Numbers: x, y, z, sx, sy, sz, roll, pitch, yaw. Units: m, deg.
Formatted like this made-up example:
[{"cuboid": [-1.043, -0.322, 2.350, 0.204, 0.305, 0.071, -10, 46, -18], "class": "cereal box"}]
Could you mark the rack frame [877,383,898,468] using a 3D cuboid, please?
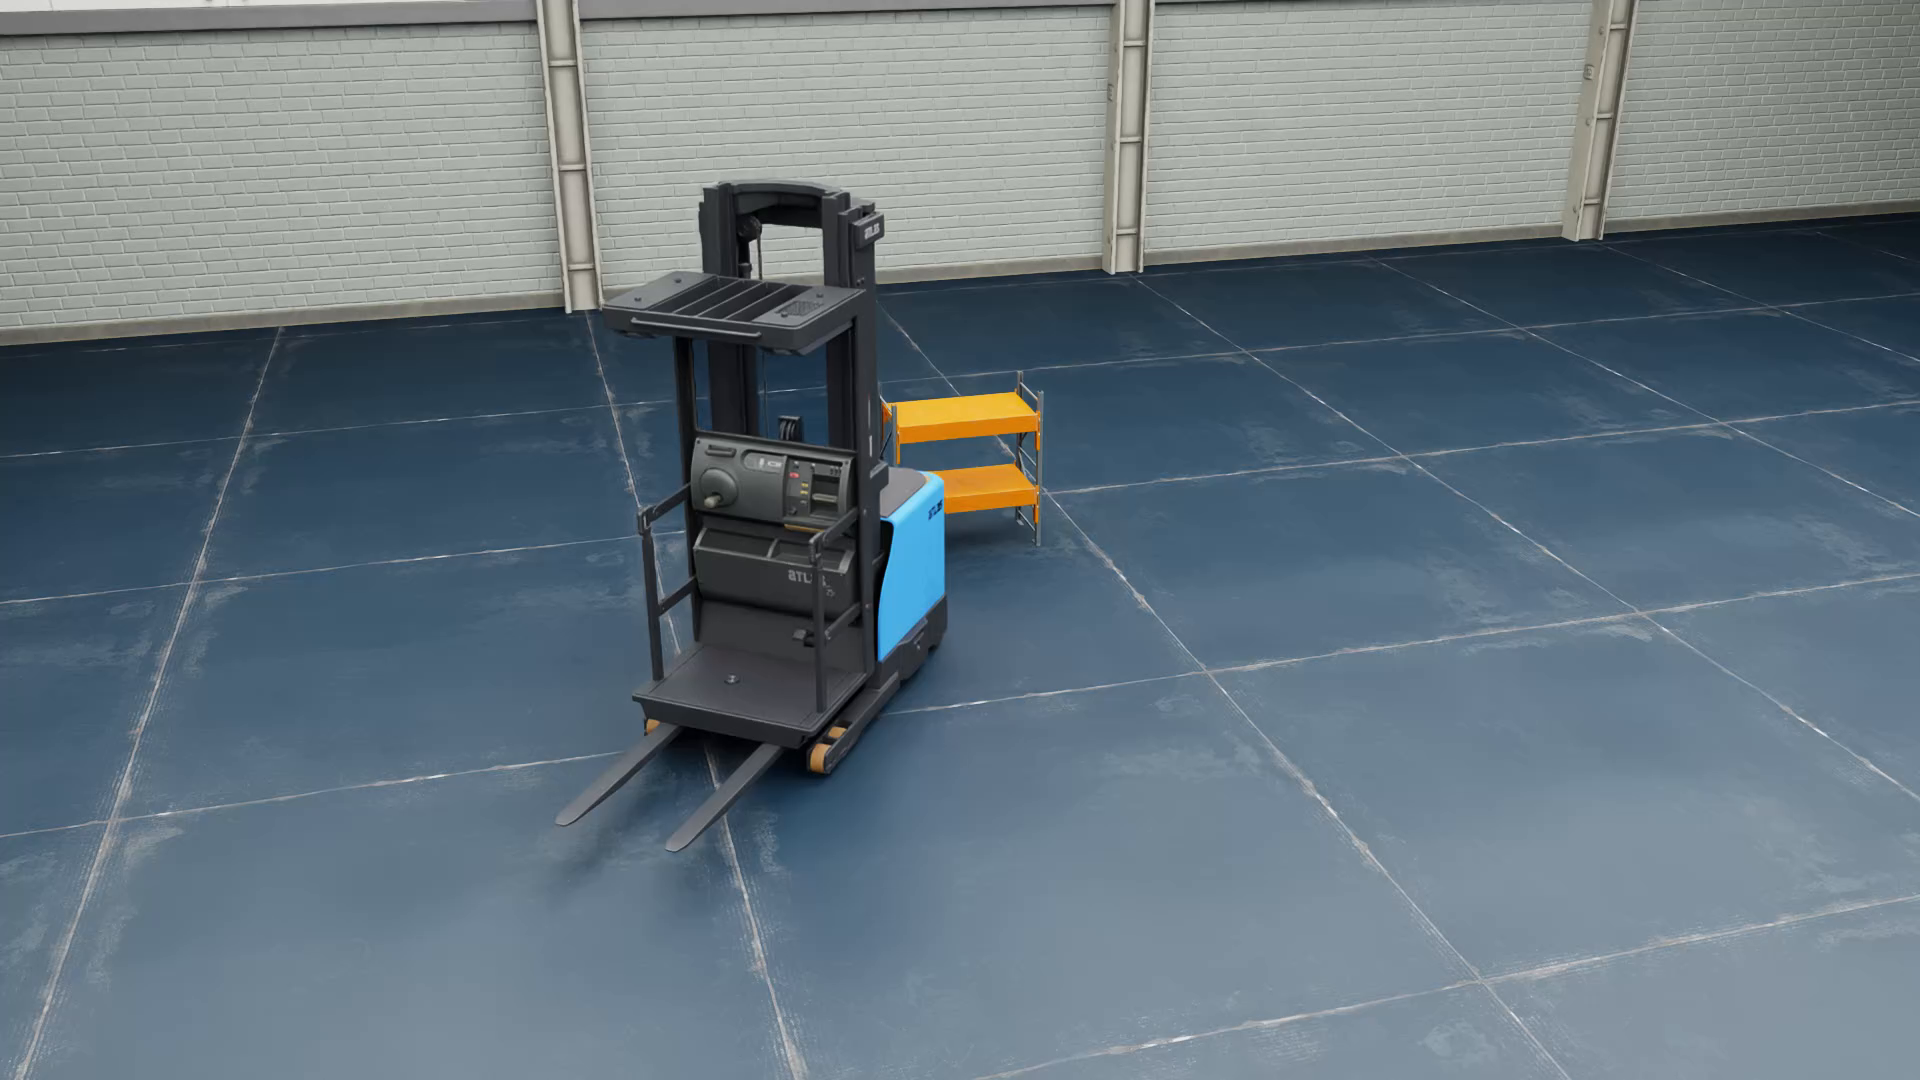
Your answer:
[{"cuboid": [-0.496, -0.462, 11.400, 0.032, 1.125, 0.500, -6, 24, -14], "class": "rack frame"}]

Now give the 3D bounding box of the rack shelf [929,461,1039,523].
[{"cuboid": [-0.007, -0.292, 11.623, 1.000, 0.278, 0.538, -6, 24, -14], "class": "rack shelf"}]

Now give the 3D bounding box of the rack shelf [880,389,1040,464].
[{"cuboid": [-0.007, -0.785, 11.411, 1.000, 0.278, 0.538, -6, 24, -14], "class": "rack shelf"}]

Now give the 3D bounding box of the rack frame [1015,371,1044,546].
[{"cuboid": [0.483, -0.570, 11.653, 0.032, 1.125, 0.500, -6, 24, -14], "class": "rack frame"}]

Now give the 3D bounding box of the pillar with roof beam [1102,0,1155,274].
[{"cuboid": [3.006, -5.571, 13.321, 0.400, 9.000, 9.100, -6, 24, -14], "class": "pillar with roof beam"}]

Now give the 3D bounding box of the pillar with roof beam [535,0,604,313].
[{"cuboid": [-2.771, -4.932, 11.831, 0.400, 9.000, 9.100, -6, 24, -14], "class": "pillar with roof beam"}]

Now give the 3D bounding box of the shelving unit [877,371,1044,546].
[{"cuboid": [-0.007, -0.516, 11.527, 1.048, 1.125, 0.538, -6, 24, -14], "class": "shelving unit"}]

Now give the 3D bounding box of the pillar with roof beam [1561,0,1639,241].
[{"cuboid": [8.783, -6.210, 14.810, 0.400, 9.000, 9.100, -6, 24, -14], "class": "pillar with roof beam"}]

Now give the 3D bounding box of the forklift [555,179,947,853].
[{"cuboid": [-1.089, -0.285, 8.697, 1.130, 2.935, 3.031, 9, 25, 20], "class": "forklift"}]
